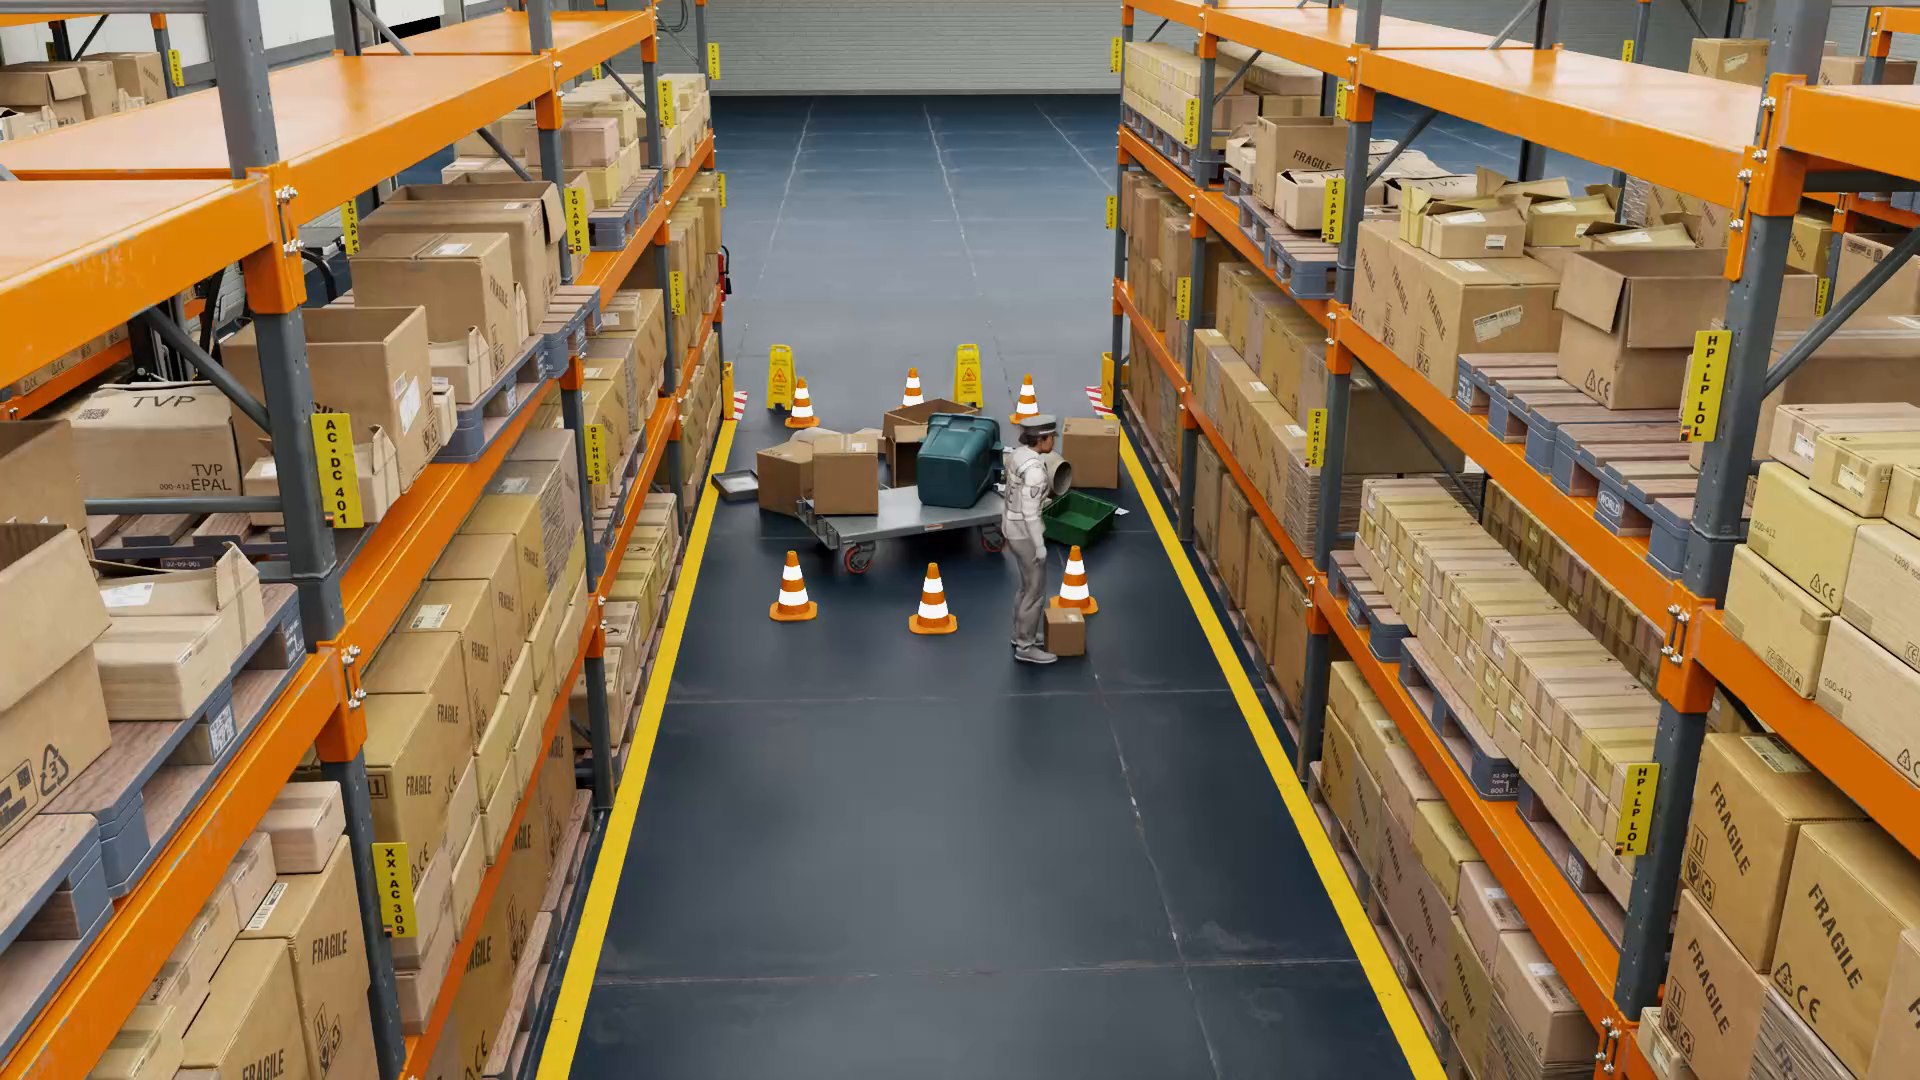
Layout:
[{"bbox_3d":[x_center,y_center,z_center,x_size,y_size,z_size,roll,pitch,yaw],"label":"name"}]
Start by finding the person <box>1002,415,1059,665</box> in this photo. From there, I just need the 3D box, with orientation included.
[{"bbox_3d":[0.469,-0.023,11.134,0.370,1.663,0.520,-2,21,-5],"label":"person"}]
